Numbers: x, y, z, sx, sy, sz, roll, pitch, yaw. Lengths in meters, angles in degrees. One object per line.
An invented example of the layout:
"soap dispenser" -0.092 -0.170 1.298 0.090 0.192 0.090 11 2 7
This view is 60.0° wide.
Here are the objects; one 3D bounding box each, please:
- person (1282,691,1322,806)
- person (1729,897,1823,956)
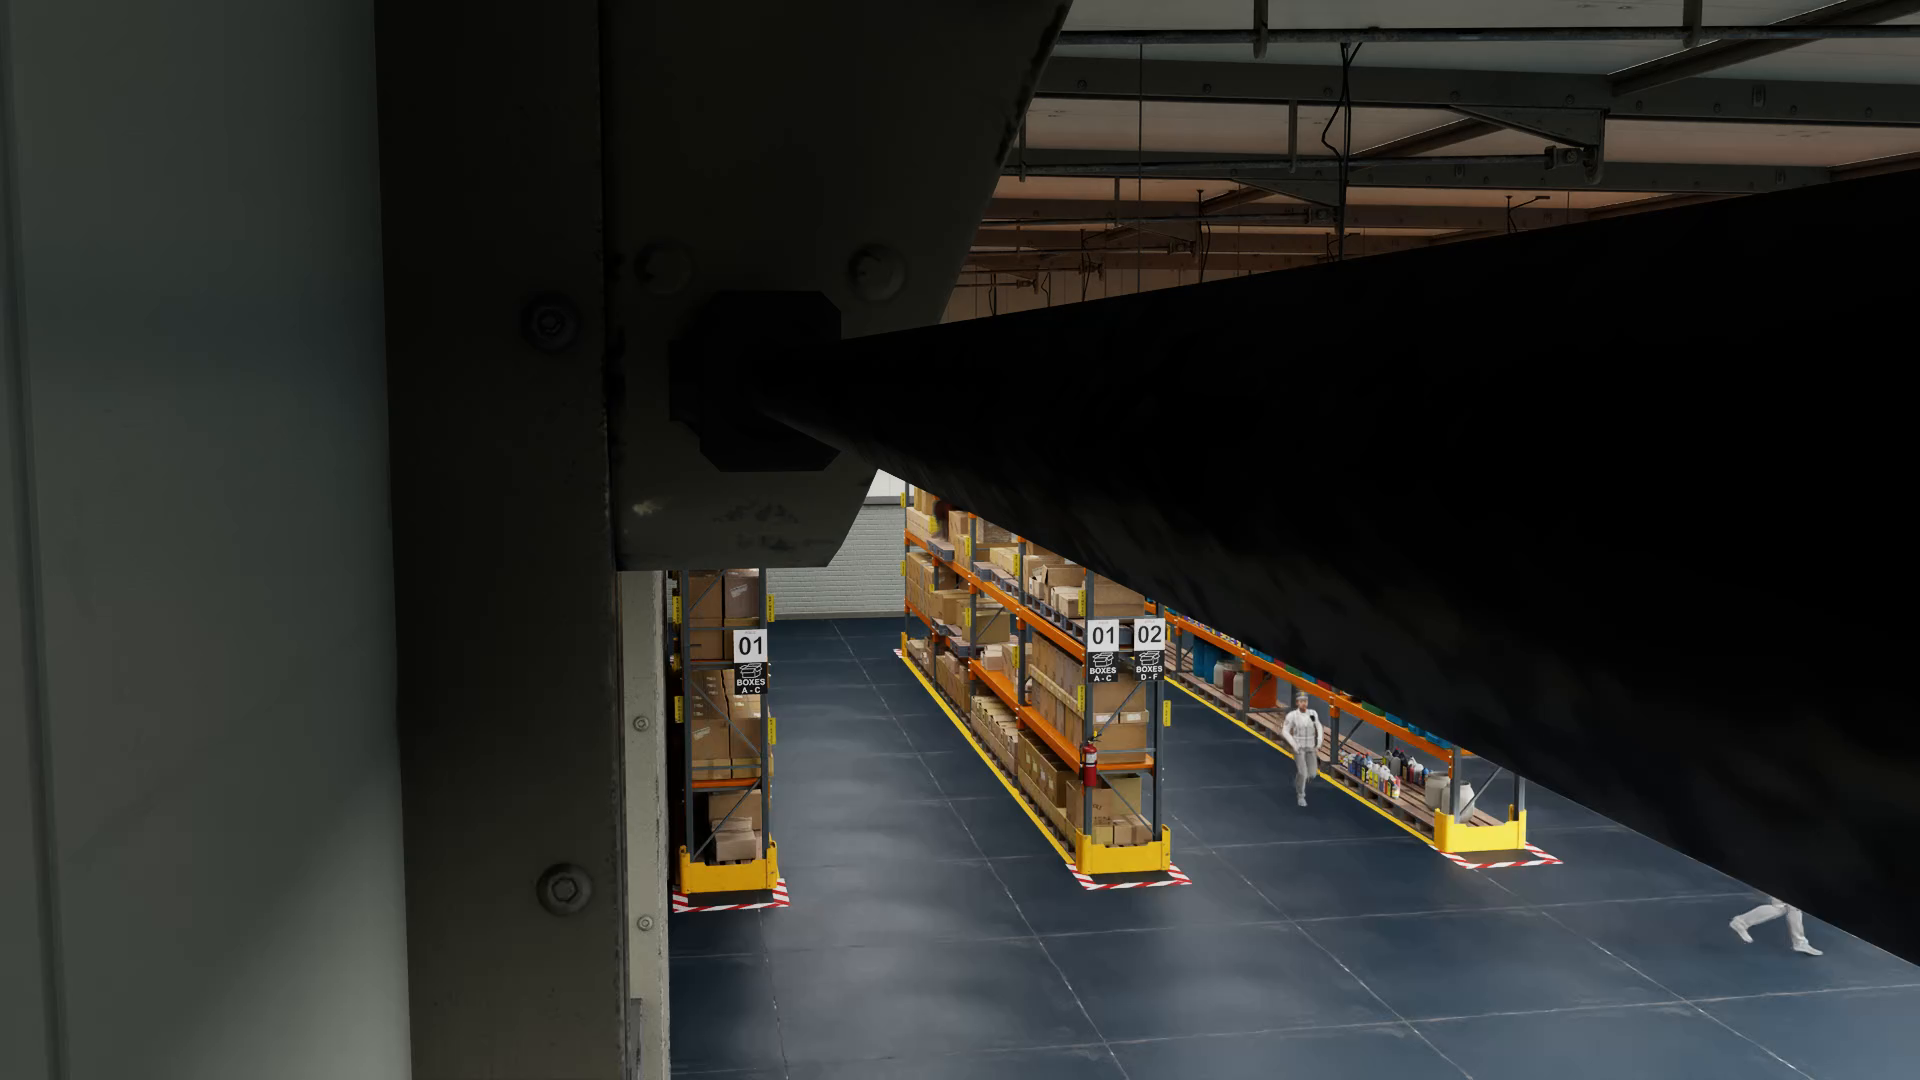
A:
"person" 4.984 3.011 24.163 0.619 1.667 0.488 -1 6 -7
"person" 8.827 3.596 17.917 0.963 1.772 0.700 2 6 14
